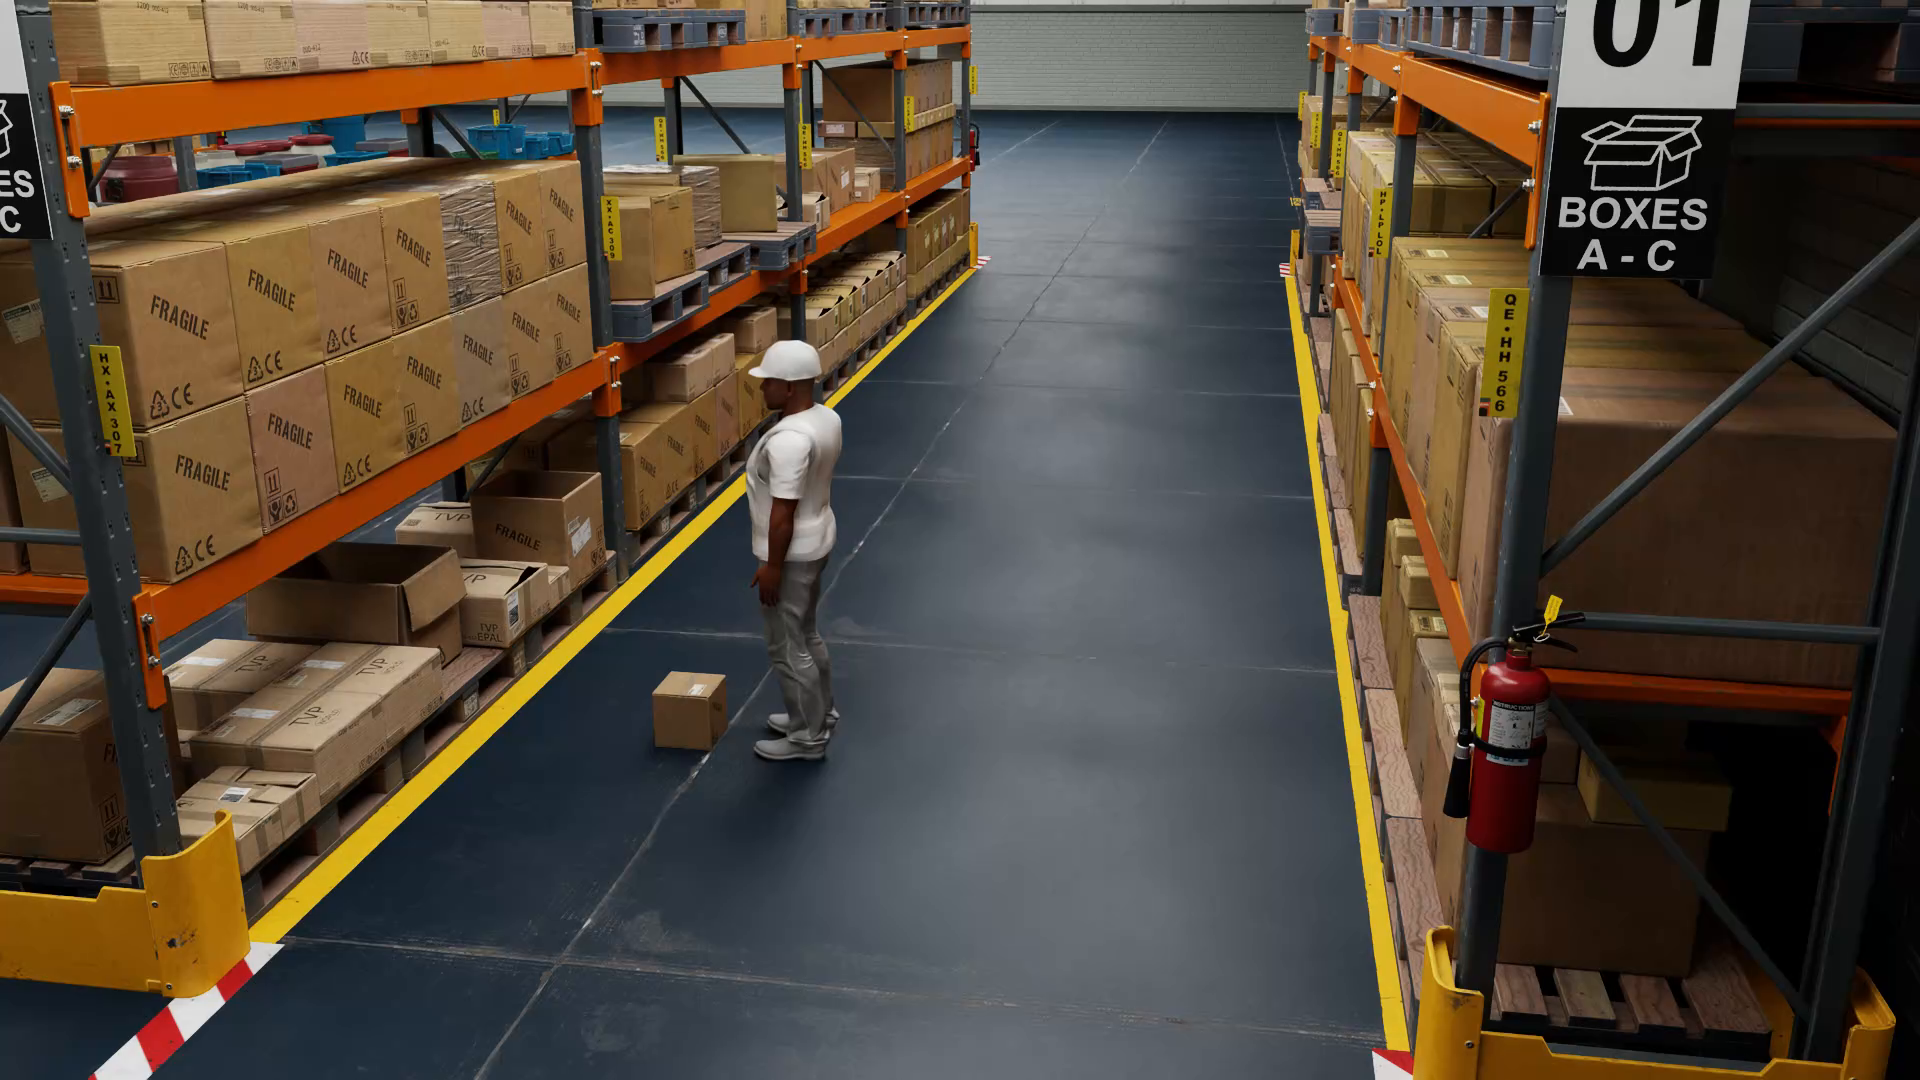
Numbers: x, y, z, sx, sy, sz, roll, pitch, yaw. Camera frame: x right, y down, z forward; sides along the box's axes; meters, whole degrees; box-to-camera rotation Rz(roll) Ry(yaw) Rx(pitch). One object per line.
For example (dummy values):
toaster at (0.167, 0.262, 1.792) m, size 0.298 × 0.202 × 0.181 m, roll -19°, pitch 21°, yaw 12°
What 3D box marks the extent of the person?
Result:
person at (-0.692, 0.047, 6.875) m, size 0.369 × 1.762 × 0.563 m, roll 3°, pitch 18°, yaw 10°
